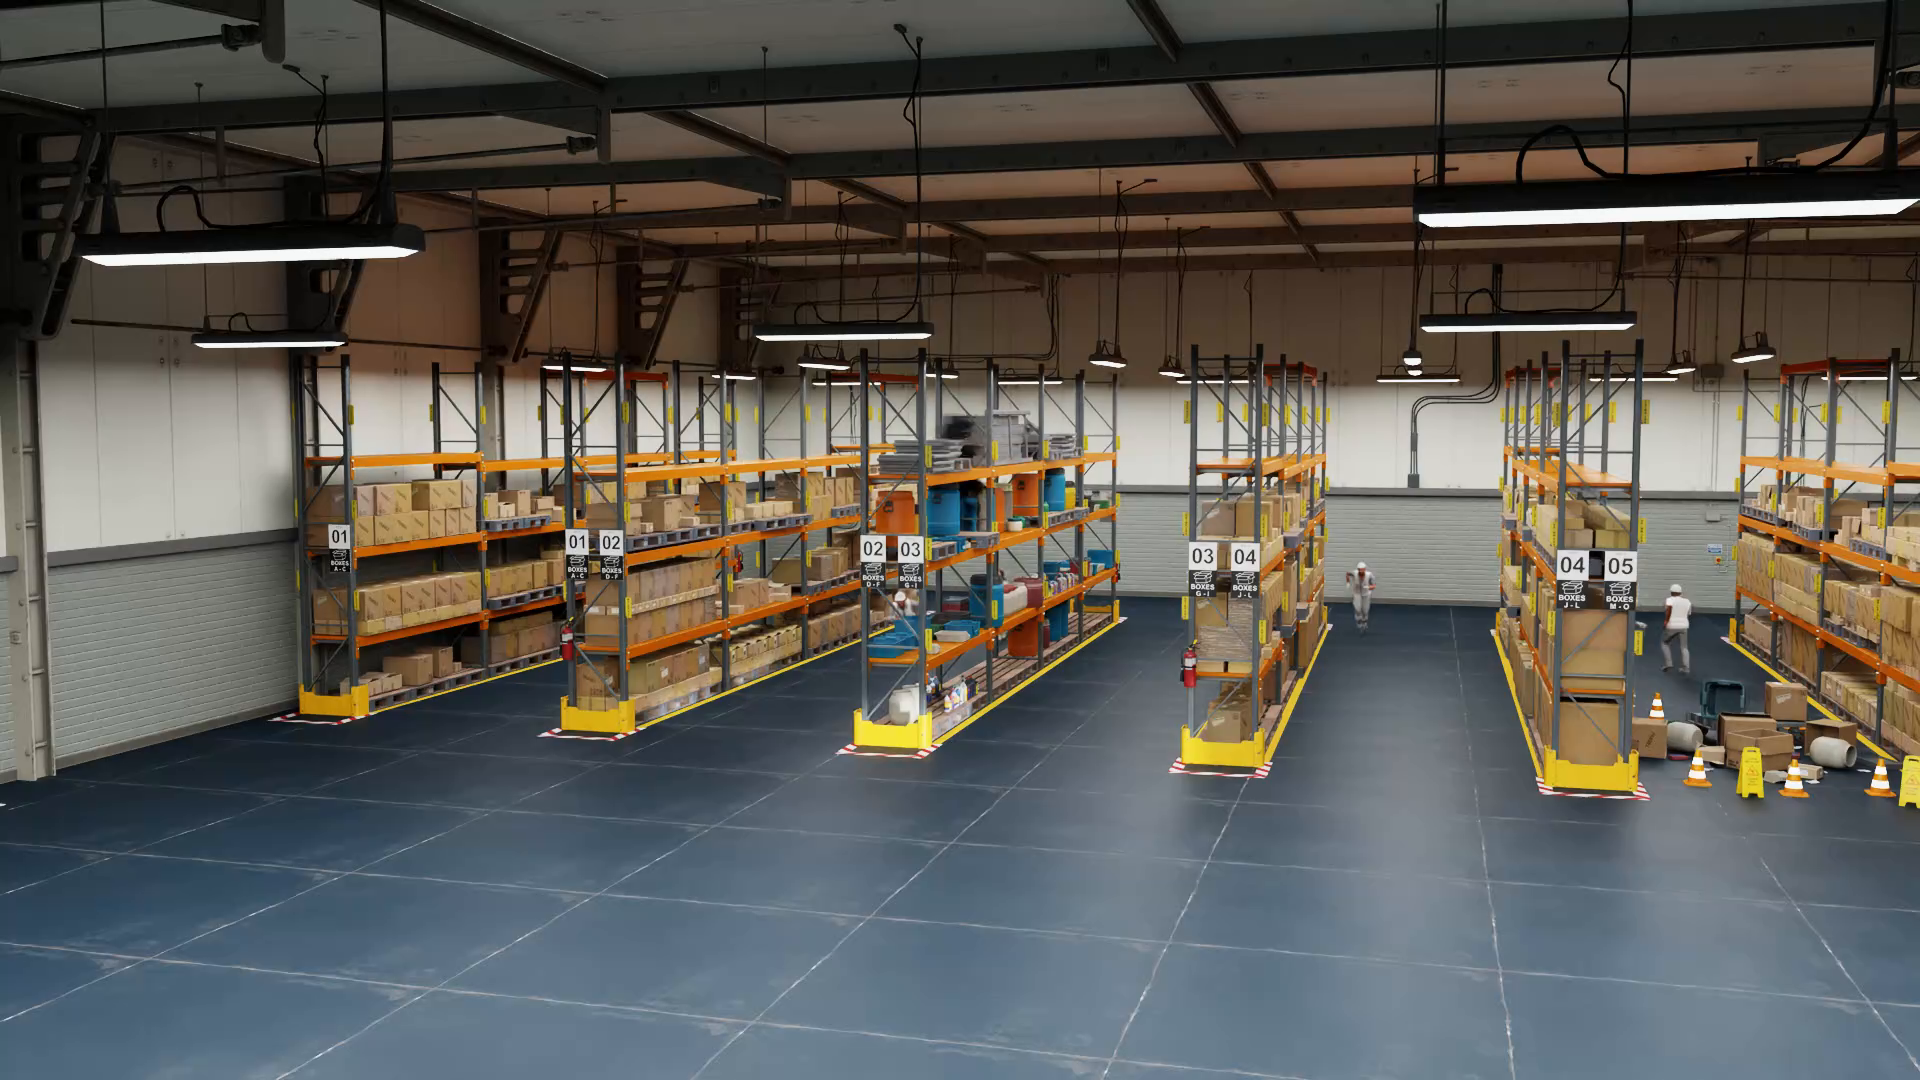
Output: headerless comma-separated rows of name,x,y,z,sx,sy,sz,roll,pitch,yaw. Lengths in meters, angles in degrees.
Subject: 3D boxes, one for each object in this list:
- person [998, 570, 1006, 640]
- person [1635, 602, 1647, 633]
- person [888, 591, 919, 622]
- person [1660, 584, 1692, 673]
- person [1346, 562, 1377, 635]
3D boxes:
person,0.913,1.476,37.132,0.674,1.554,0.596,4,6,43
person,14.868,1.500,37.050,0.868,1.478,0.635,3,5,36
person,-1.114,1.744,33.457,0.655,1.494,0.984,0,4,-2
person,13.877,1.724,32.178,0.642,1.708,0.968,0,4,1
person,9.206,1.333,38.154,0.701,1.713,1.010,1,4,18
